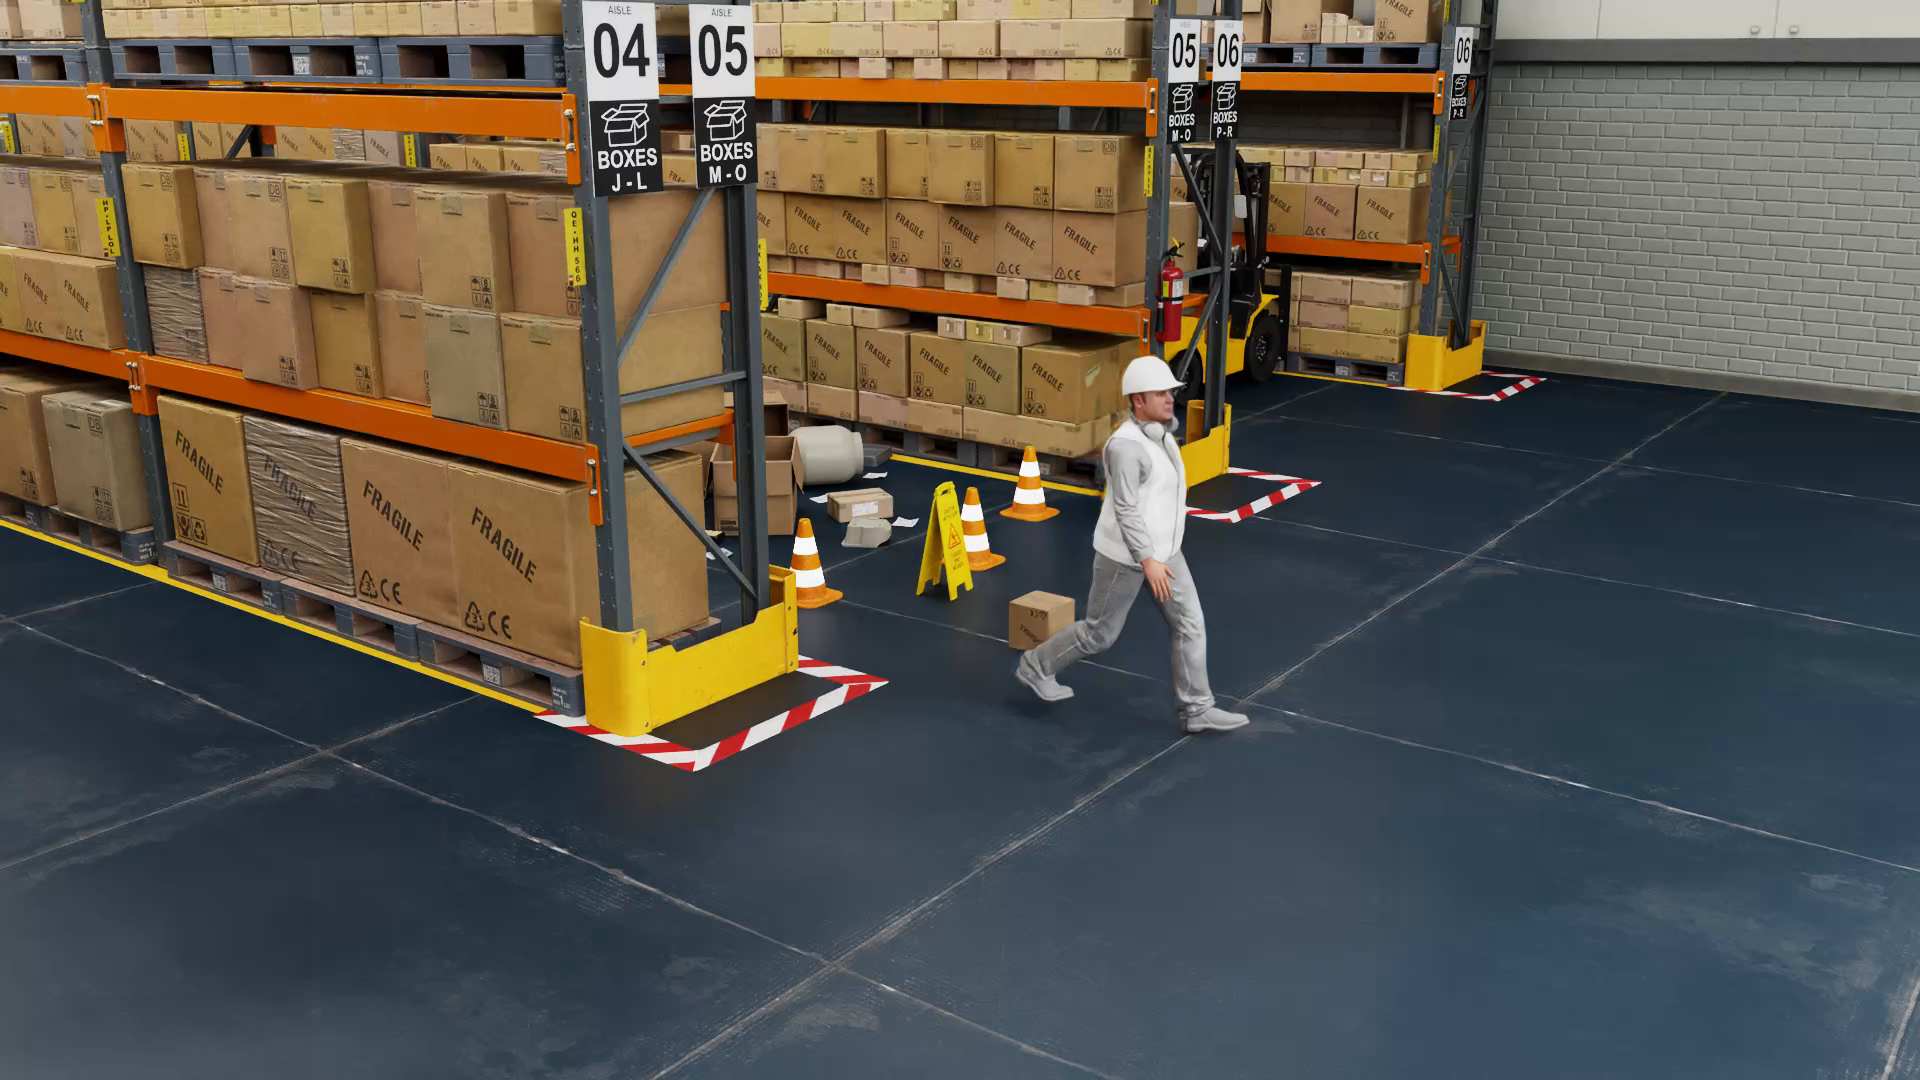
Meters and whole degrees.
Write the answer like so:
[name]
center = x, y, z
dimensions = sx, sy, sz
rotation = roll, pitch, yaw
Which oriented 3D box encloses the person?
[person]
center = 0.776, 0.024, 7.468
dimensions = 1.099, 1.717, 0.571
rotation = 11, 20, 33
